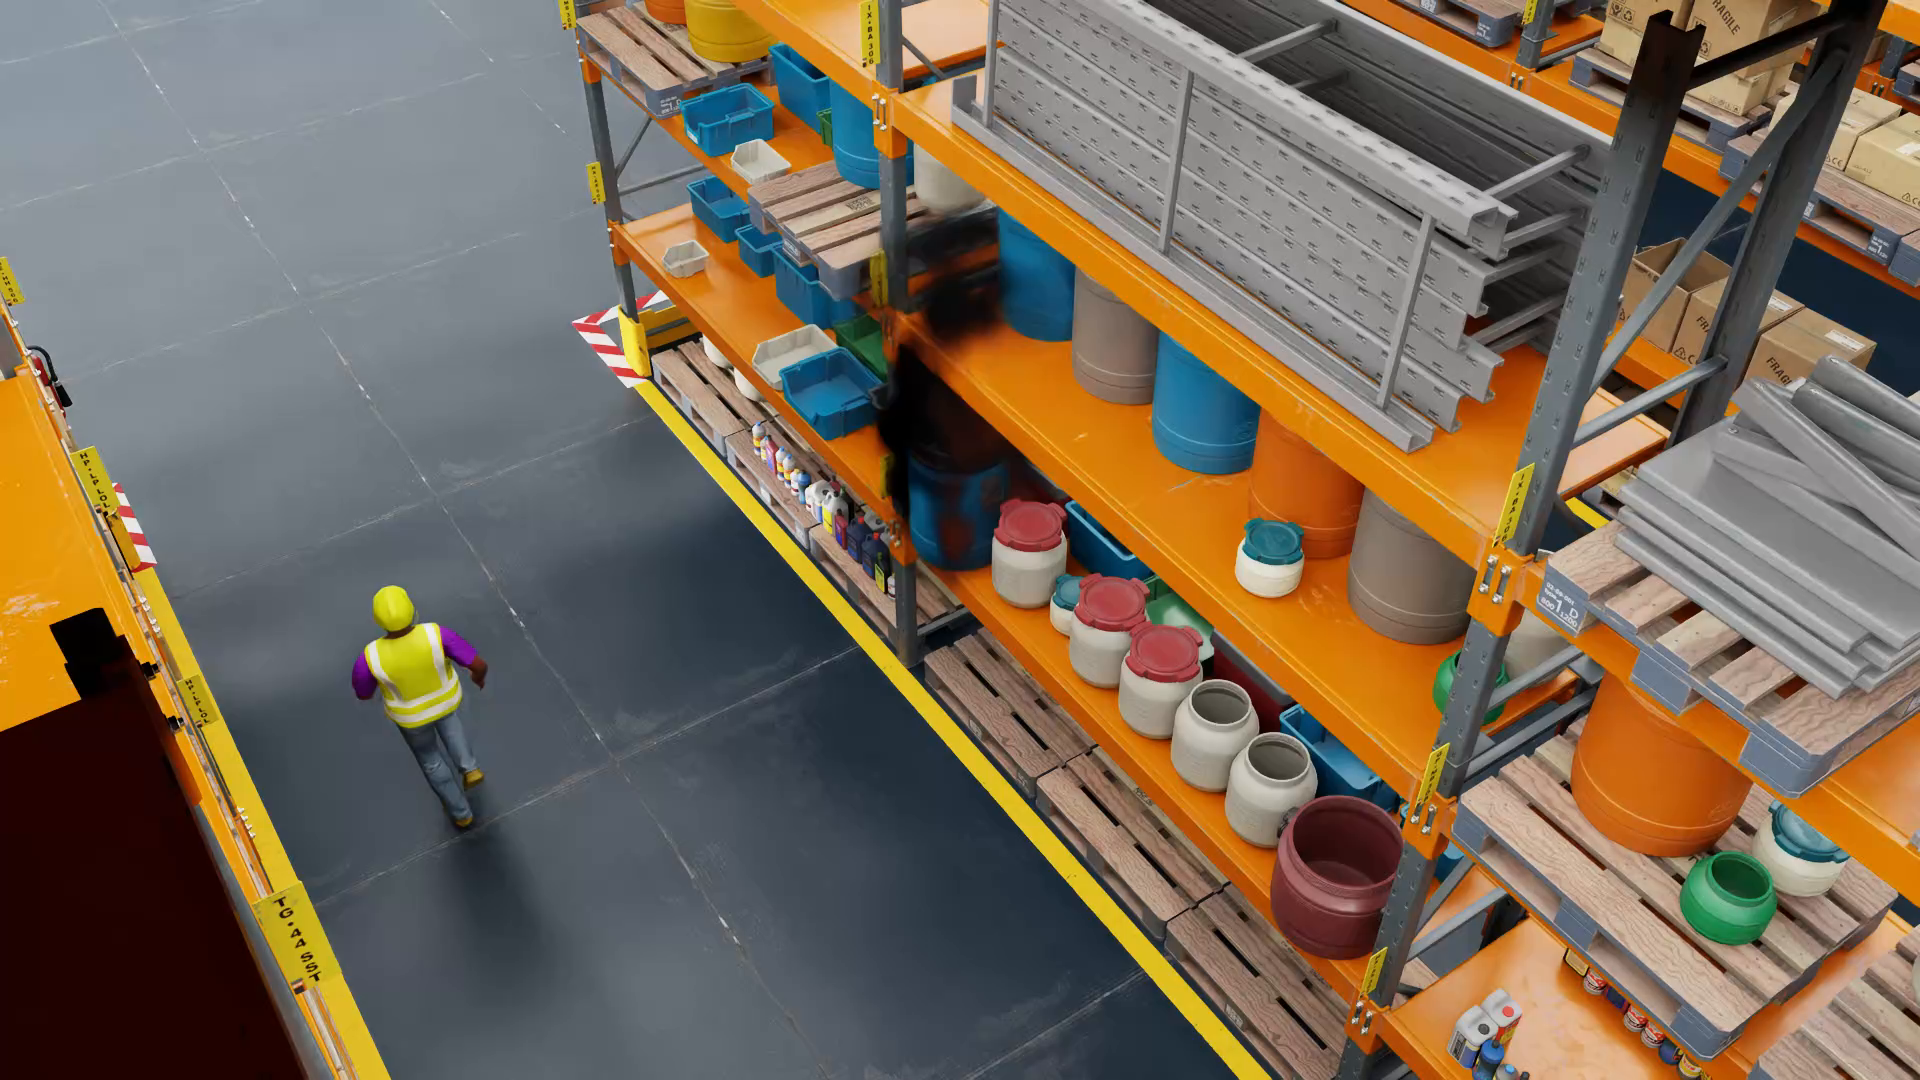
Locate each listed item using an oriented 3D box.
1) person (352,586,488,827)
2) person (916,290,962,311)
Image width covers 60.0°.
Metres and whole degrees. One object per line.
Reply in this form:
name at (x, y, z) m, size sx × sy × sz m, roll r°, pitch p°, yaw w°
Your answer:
person at (-3.068, 0.893, 9.486) m, size 0.672 × 1.721 × 0.662 m, roll -26°, pitch 49°, yaw -26°
person at (-0.161, -2.257, 12.968) m, size 0.718 × 1.713 × 0.701 m, roll 28°, pitch 49°, yaw 27°
